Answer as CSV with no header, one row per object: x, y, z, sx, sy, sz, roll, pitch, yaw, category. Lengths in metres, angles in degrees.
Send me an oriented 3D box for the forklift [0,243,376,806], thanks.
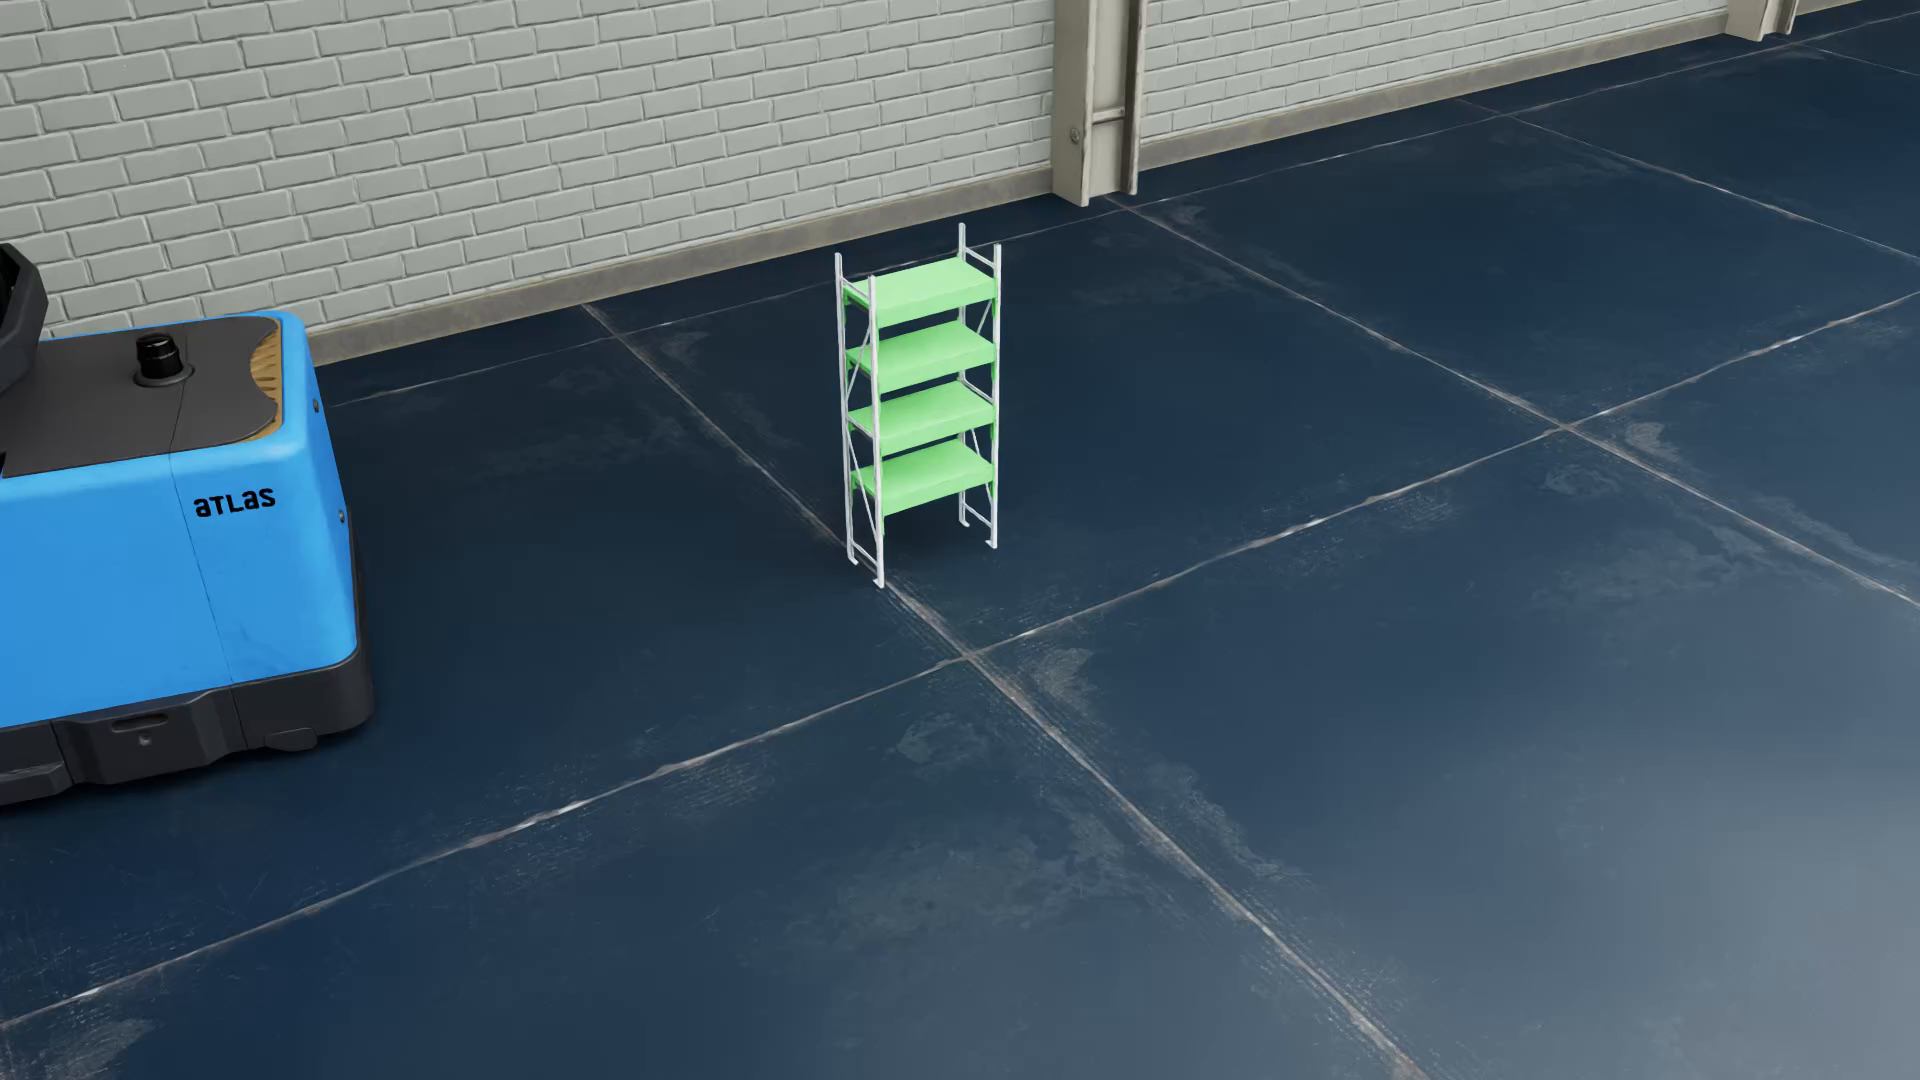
-3.426,-0.599,4.453,3.031,2.935,1.130,-11,34,-16,forklift

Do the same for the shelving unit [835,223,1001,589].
-0.139,-0.460,5.854,0.503,1.200,0.258,-19,37,-27,shelving unit

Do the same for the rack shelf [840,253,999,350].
-0.139,-0.812,5.632,0.480,0.148,0.258,-19,37,-27,rack shelf

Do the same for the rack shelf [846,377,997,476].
-0.139,-0.406,5.888,0.480,0.148,0.258,-19,37,-27,rack shelf

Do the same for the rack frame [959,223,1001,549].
0.066,-0.530,5.966,0.015,1.200,0.240,-19,37,-27,rack frame

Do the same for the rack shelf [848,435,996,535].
-0.139,-0.203,6.016,0.480,0.148,0.258,-19,37,-27,rack shelf

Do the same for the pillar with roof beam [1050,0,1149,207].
3.081,-3.835,3.895,0.400,9.000,9.100,-19,37,-27,pillar with roof beam

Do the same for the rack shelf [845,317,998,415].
-0.139,-0.609,5.760,0.480,0.148,0.258,-19,37,-27,rack shelf

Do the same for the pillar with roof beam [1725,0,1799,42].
8.124,-5.570,6.645,0.400,9.000,9.100,-19,37,-27,pillar with roof beam

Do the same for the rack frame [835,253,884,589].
-0.344,-0.389,5.742,0.015,1.200,0.240,-19,37,-27,rack frame
